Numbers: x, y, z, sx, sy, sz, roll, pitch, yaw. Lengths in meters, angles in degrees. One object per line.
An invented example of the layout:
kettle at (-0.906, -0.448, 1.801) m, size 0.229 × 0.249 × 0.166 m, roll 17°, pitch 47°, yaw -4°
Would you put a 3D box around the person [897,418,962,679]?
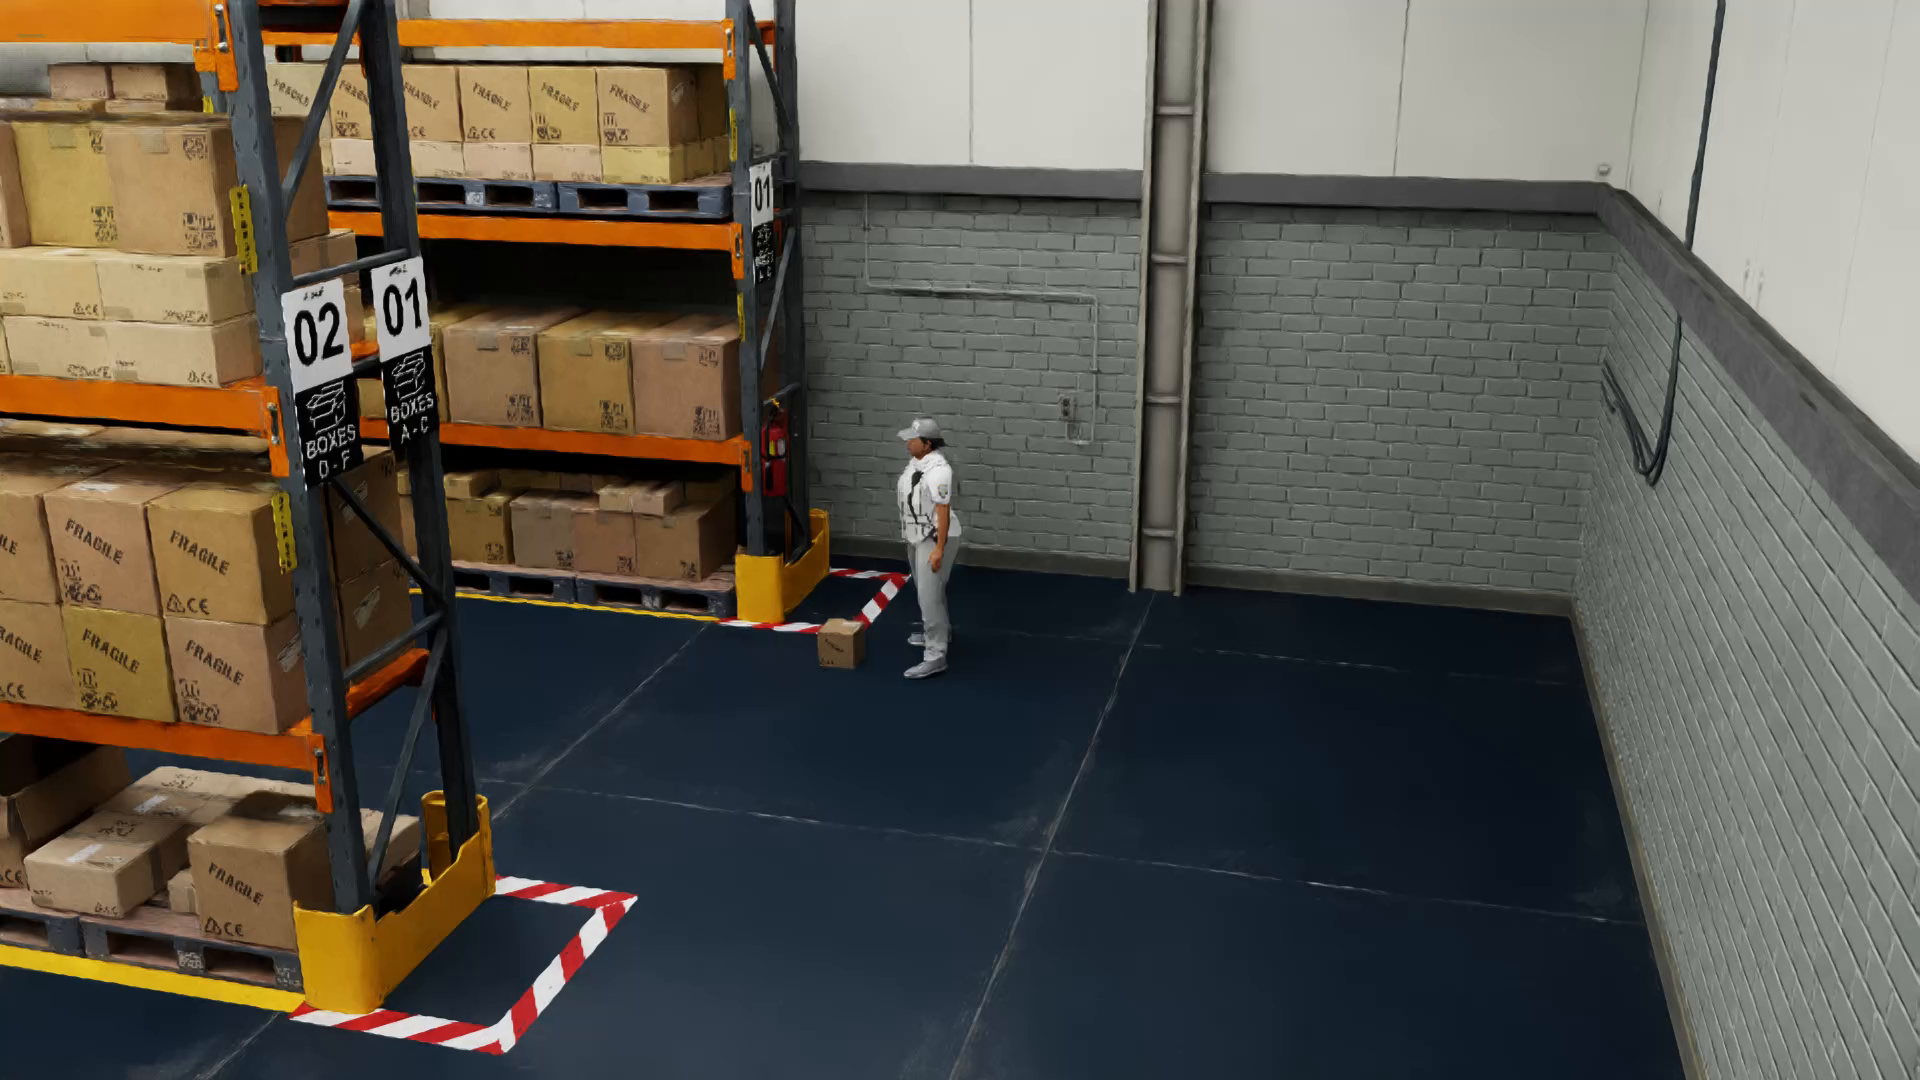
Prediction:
person at (-0.224, 0.009, 10.981) m, size 0.529 × 1.657 × 0.651 m, roll -8°, pitch 20°, yaw -23°
